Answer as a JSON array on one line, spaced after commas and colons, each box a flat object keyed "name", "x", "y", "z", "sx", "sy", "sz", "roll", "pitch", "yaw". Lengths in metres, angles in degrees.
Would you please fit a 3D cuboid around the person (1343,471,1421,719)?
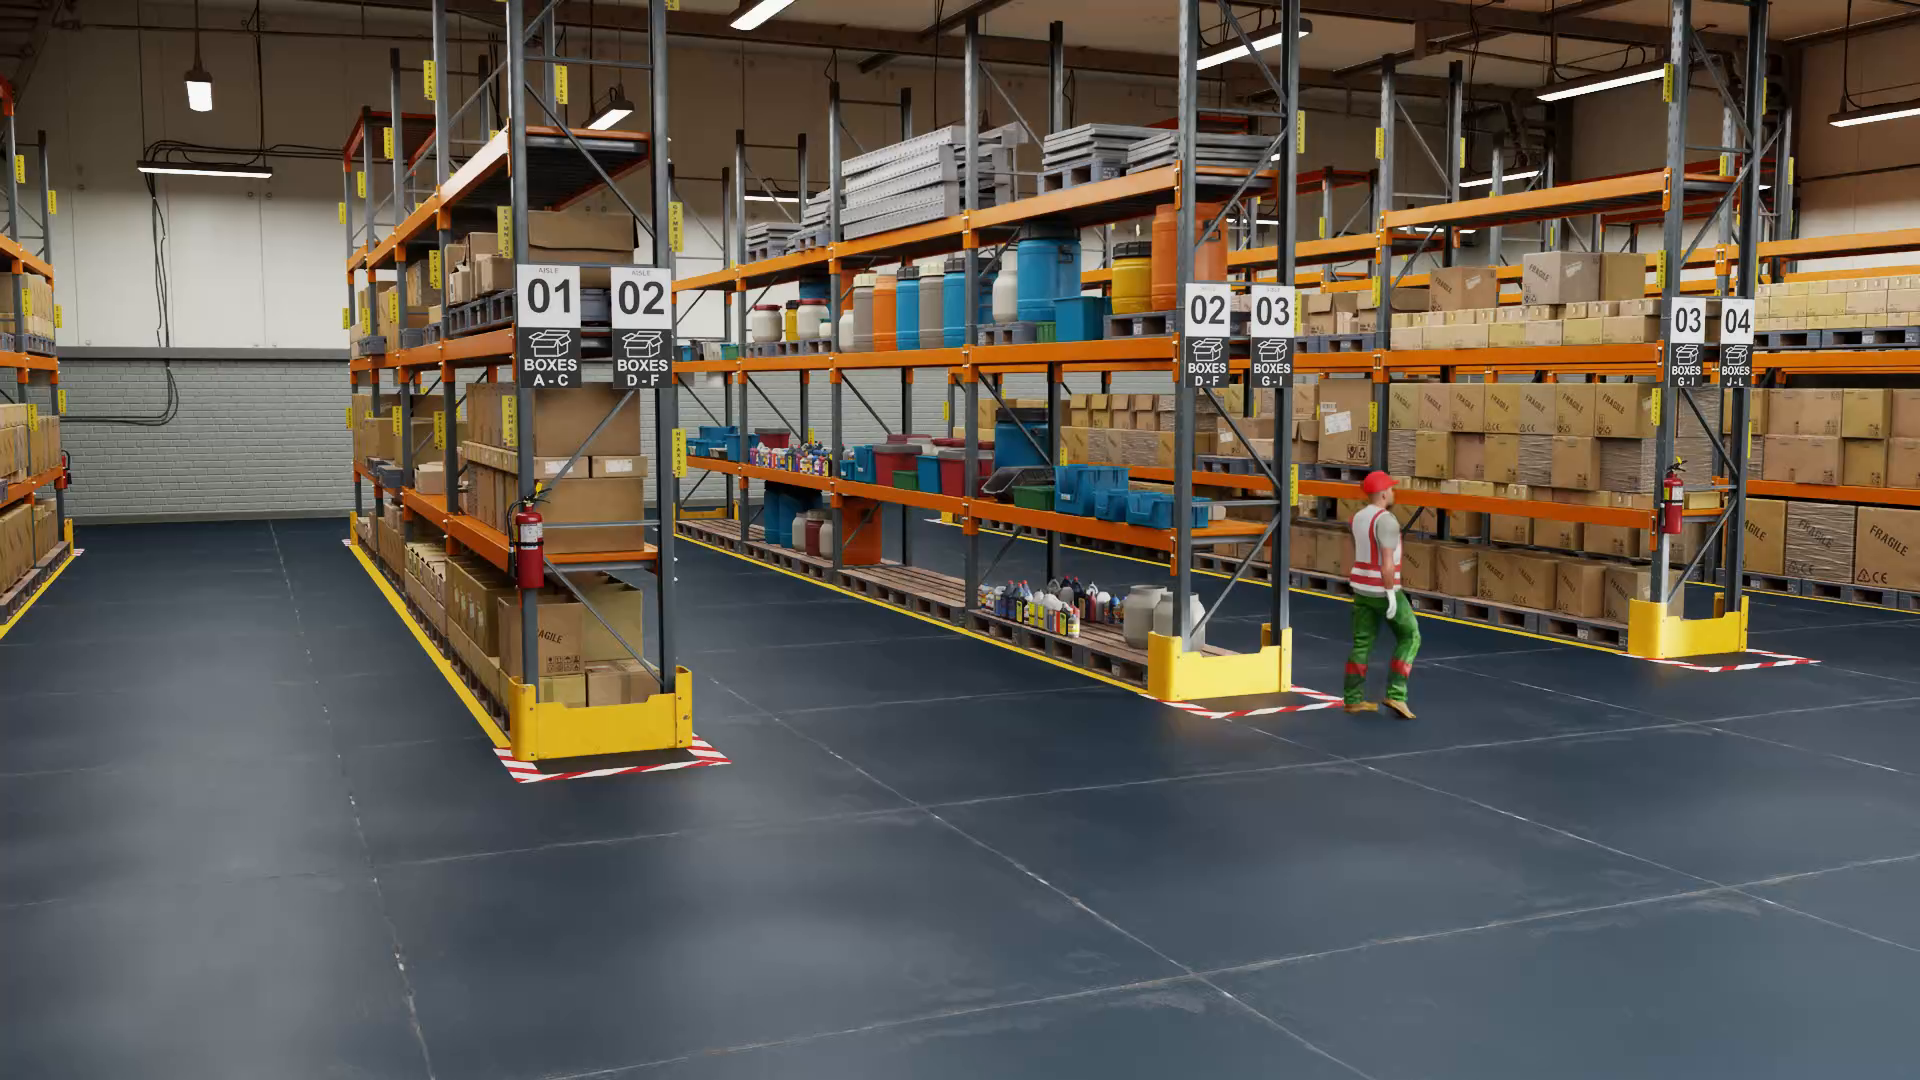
[{"name": "person", "x": 3.057, "y": 0.411, "z": 12.198, "sx": 0.517, "sy": 1.843, "sz": 0.617, "roll": -2, "pitch": 6, "yaw": -22}]
